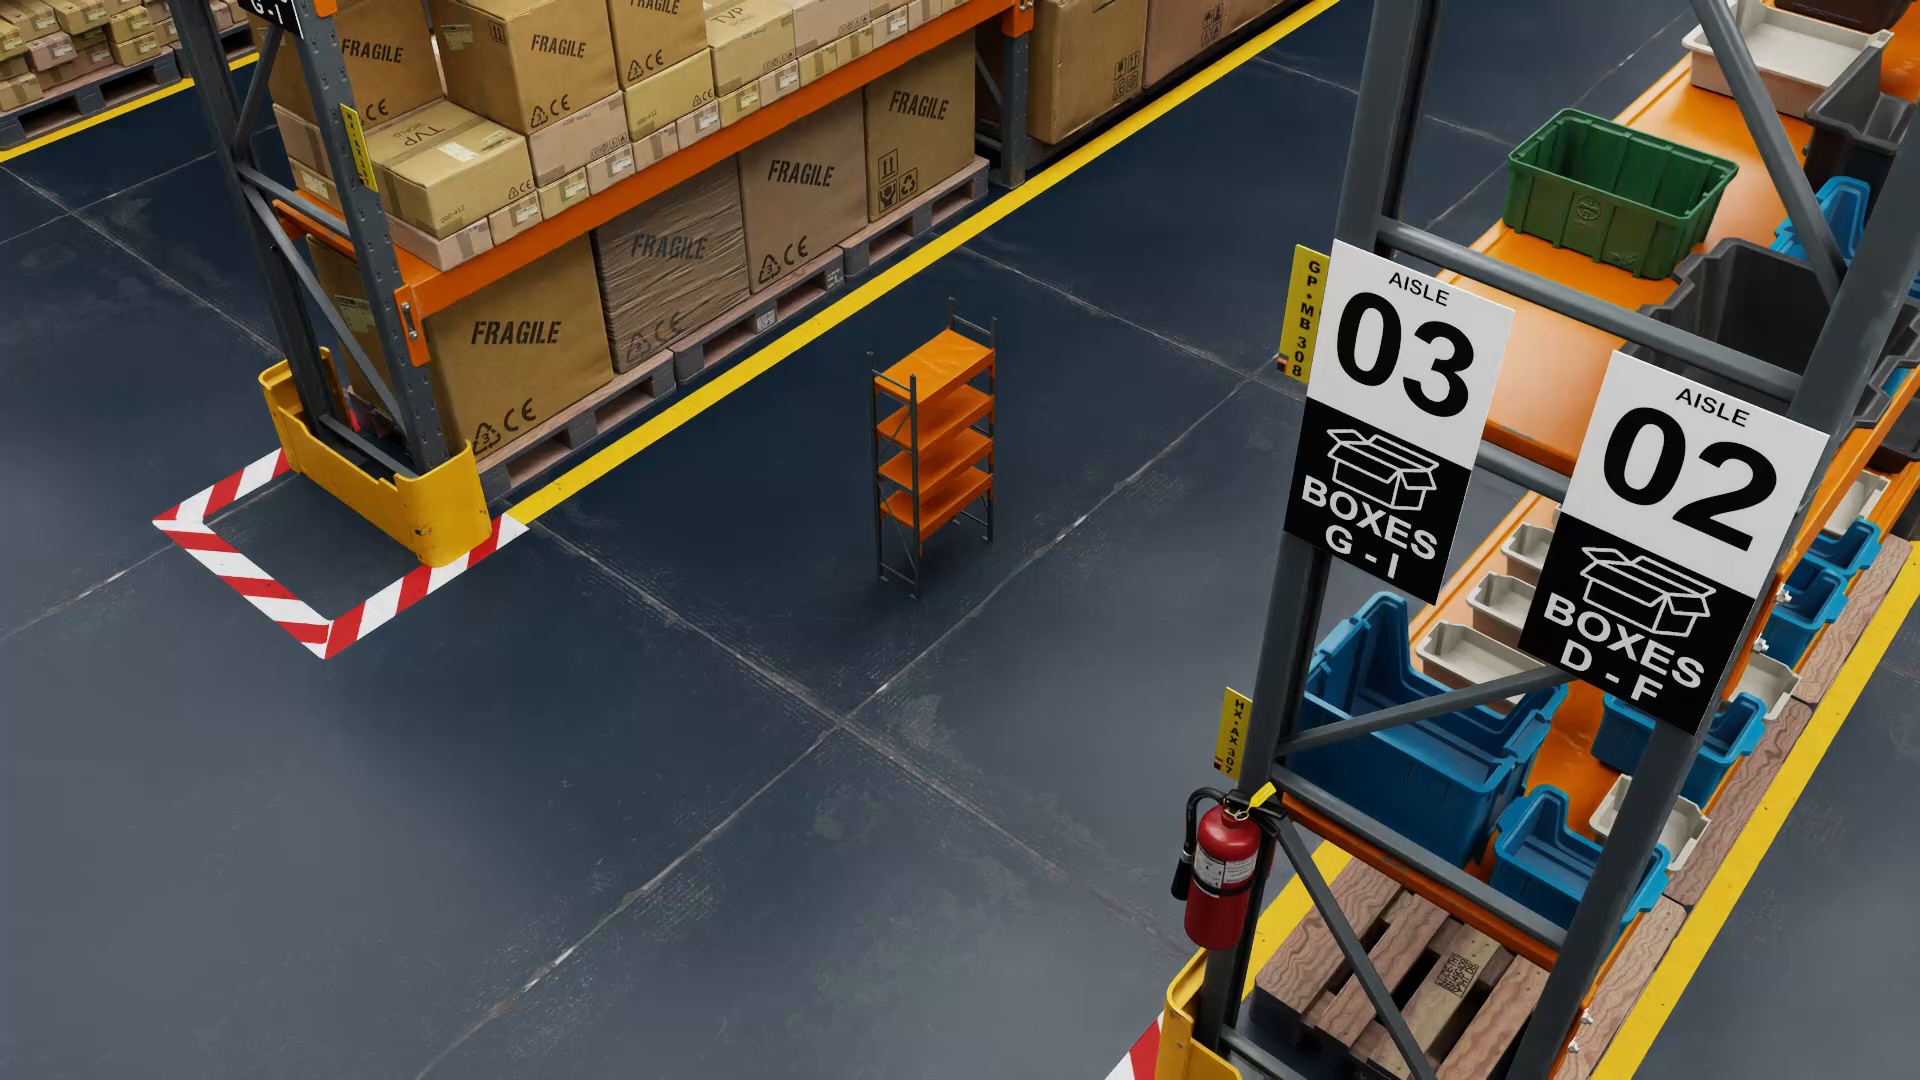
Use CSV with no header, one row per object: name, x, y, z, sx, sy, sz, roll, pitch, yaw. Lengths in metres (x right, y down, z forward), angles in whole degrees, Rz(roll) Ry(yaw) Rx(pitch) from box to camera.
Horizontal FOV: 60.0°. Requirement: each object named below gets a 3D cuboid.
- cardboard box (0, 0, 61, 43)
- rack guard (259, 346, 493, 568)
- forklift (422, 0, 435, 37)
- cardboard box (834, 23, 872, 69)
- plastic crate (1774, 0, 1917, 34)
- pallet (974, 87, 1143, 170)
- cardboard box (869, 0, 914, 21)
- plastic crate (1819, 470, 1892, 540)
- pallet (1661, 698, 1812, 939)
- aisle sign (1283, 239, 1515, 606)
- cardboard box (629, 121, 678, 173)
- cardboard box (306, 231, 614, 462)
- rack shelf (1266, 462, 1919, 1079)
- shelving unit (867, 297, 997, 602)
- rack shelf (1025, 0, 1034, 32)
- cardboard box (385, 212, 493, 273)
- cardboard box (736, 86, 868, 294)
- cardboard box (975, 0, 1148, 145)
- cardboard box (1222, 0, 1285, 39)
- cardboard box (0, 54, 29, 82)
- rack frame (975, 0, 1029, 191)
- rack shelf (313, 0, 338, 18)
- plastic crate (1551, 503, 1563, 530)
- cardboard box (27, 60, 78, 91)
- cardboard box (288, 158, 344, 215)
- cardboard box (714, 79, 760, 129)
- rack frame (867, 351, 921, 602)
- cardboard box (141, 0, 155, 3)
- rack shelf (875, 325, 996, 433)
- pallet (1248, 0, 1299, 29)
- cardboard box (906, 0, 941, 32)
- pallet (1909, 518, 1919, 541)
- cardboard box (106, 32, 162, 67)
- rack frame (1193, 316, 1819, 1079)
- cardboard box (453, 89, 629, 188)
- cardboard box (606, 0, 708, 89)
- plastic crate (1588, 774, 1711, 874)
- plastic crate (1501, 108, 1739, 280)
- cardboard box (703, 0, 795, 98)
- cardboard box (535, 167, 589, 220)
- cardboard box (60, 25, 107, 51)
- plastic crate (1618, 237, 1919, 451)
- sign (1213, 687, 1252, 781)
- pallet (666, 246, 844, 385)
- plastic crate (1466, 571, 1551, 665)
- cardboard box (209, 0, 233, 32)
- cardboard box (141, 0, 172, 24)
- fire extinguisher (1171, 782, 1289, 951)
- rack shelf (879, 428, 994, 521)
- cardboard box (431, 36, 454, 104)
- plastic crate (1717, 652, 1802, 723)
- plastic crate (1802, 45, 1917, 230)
cardboard box,-5.664,-3.159,10.042,0.380,0.149,0.250,30,50,29
rack guard,-2.630,-0.385,7.484,1.175,0.500,0.348,29,50,28
forklift,-3.200,-3.845,9.483,1.130,2.935,3.031,-8,43,-9
cardboard box,-0.648,-2.460,8.095,0.380,0.149,0.250,30,50,29
plastic crate,2.741,-1.778,5.026,0.497,0.269,0.590,29,50,28
pallet,0.398,-2.780,10.333,1.003,0.211,1.213,29,50,28
cardboard box,-0.455,-2.828,8.203,0.500,0.250,0.500,31,51,30
plastic crate,2.860,-0.136,5.503,0.293,0.136,0.466,29,50,28
pallet,2.522,0.820,6.373,1.003,0.211,1.213,29,50,28
aisle sign,0.906,-0.230,3.523,0.394,0.787,0.004,29,50,28
cardboard box,-1.474,-1.799,7.368,0.380,0.149,0.250,29,49,28
cardboard box,-2.264,-1.056,7.631,0.875,0.875,0.875,29,50,28
rack shelf,2.463,0.058,5.673,1.077,0.370,4.000,29,50,28
shelving unit,-0.107,-0.359,6.935,0.258,1.200,0.503,29,50,28
rack shelf,1.247,-4.146,10.297,1.077,0.370,4.000,29,50,28
cardboard box,-2.134,-1.269,6.785,0.380,0.149,0.250,30,50,29
cardboard box,-1.106,-1.983,8.650,0.875,0.875,0.875,29,50,28
cardboard box,0.356,-3.090,9.868,1.225,0.875,0.875,30,50,29
cardboard box,1.494,-4.009,10.879,1.225,0.875,0.875,30,50,29
cardboard box,-5.812,-2.891,9.968,0.380,0.149,0.250,32,51,30
rack frame,-0.041,-3.382,8.922,1.000,3.000,0.127,29,50,28
rack shelf,-1.328,-3.196,7.022,1.077,0.370,4.000,29,50,28
plastic crate,2.097,-0.058,5.418,0.298,0.136,0.250,29,50,28
cardboard box,-5.658,-2.924,10.225,0.380,0.149,0.250,29,50,28
cardboard box,-2.638,-1.555,7.100,0.380,0.149,0.250,30,50,29
cardboard box,-1.145,-2.062,7.657,0.380,0.149,0.250,28,49,27
rack frame,-0.264,-0.233,6.797,0.240,1.200,0.015,29,50,28
cardboard box,-5.121,-3.536,10.456,0.380,0.149,0.250,32,51,30
rack shelf,-0.107,-0.649,6.671,0.258,0.148,0.480,29,50,28
pallet,1.969,-4.037,11.715,1.003,0.211,1.213,29,50,28
cardboard box,-0.317,-2.726,8.387,0.380,0.149,0.250,29,50,28
pallet,4.279,-0.585,7.919,1.003,0.211,1.213,29,50,28
cardboard box,-5.255,-3.139,10.462,0.380,0.149,0.250,30,50,29
rack frame,1.176,0.822,4.299,1.000,3.000,0.127,29,50,28
cardboard box,-1.770,-1.778,7.048,0.500,0.250,0.500,29,50,28
cardboard box,-1.449,-2.312,7.078,0.500,0.500,0.500,28,49,27
plastic crate,1.857,0.783,4.492,0.250,0.136,0.298,29,50,28
plastic crate,1.592,-0.841,4.055,0.450,0.188,0.336,29,50,28
cardboard box,-1.112,-2.306,7.629,0.500,0.250,0.500,29,49,28
cardboard box,-1.805,-1.534,7.077,0.380,0.149,0.250,28,49,28
cardboard box,-5.503,-3.172,10.277,0.380,0.149,0.250,30,50,29
plastic crate,1.637,-0.317,3.419,0.497,0.269,0.590,29,50,28
sign,0.745,0.532,4.496,0.100,0.325,0.005,29,50,28
pallet,-1.375,-1.362,8.773,1.003,0.211,1.213,29,50,28
plastic crate,1.760,0.256,5.072,0.396,0.136,0.243,29,50,28
cardboard box,-4.937,-3.402,10.751,0.380,0.149,0.250,27,49,27
cardboard box,-5.157,-3.435,10.566,0.380,0.149,0.250,27,49,27
fire extinguisher,0.731,0.869,4.581,0.296,0.674,0.183,29,50,28
rack shelf,-0.107,-0.309,6.980,0.258,0.148,0.480,29,50,28
cardboard box,-2.179,-2.002,7.295,0.500,0.250,0.500,29,50,28
plastic crate,2.293,0.434,4.877,0.250,0.136,0.298,29,50,28
plastic crate,2.370,-0.933,4.045,0.504,0.338,0.767,29,50,28
